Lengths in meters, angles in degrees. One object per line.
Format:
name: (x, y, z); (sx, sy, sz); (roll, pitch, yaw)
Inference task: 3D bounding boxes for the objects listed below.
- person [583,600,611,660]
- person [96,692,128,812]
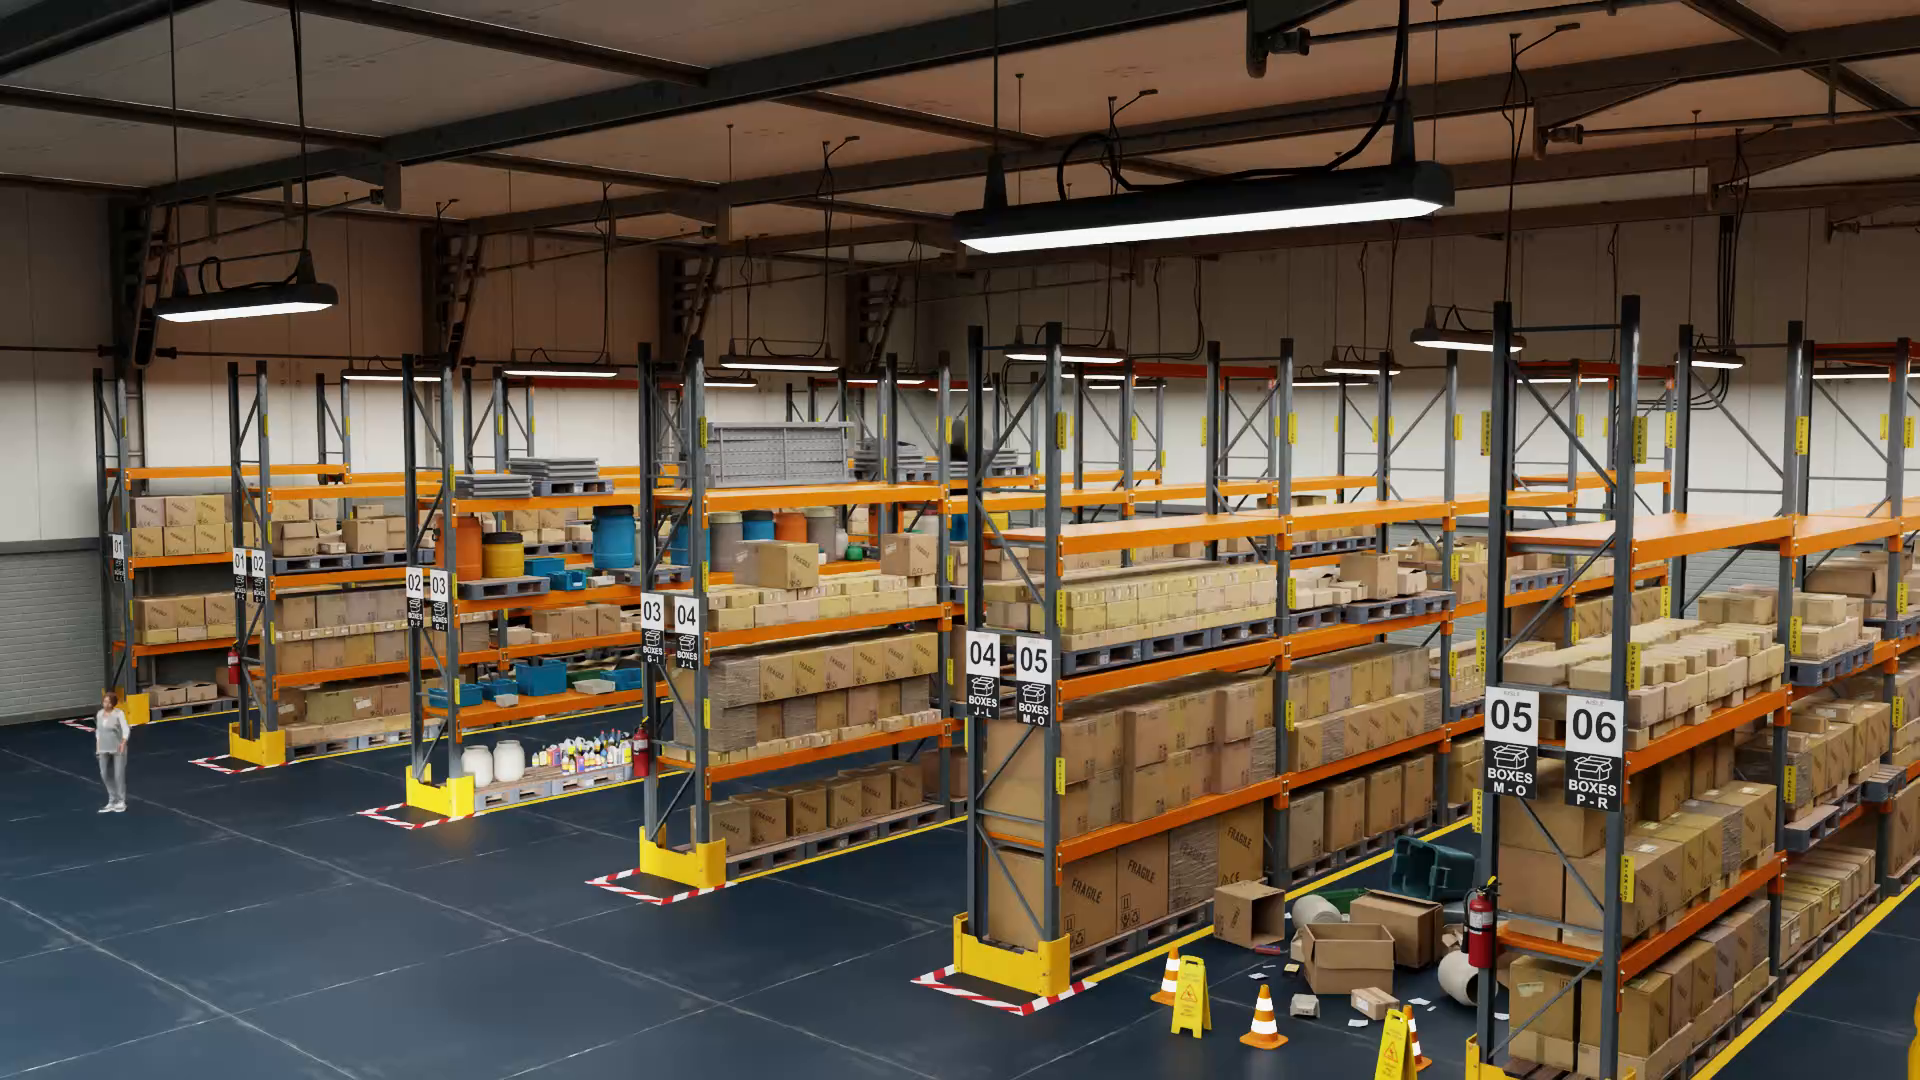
person: (-7.162, 1.988, 32.872); (0.604, 1.642, 0.806); (0, 4, 0)
person: (-11.081, 2.789, 21.732); (0.531, 1.606, 0.543); (0, 4, 1)
